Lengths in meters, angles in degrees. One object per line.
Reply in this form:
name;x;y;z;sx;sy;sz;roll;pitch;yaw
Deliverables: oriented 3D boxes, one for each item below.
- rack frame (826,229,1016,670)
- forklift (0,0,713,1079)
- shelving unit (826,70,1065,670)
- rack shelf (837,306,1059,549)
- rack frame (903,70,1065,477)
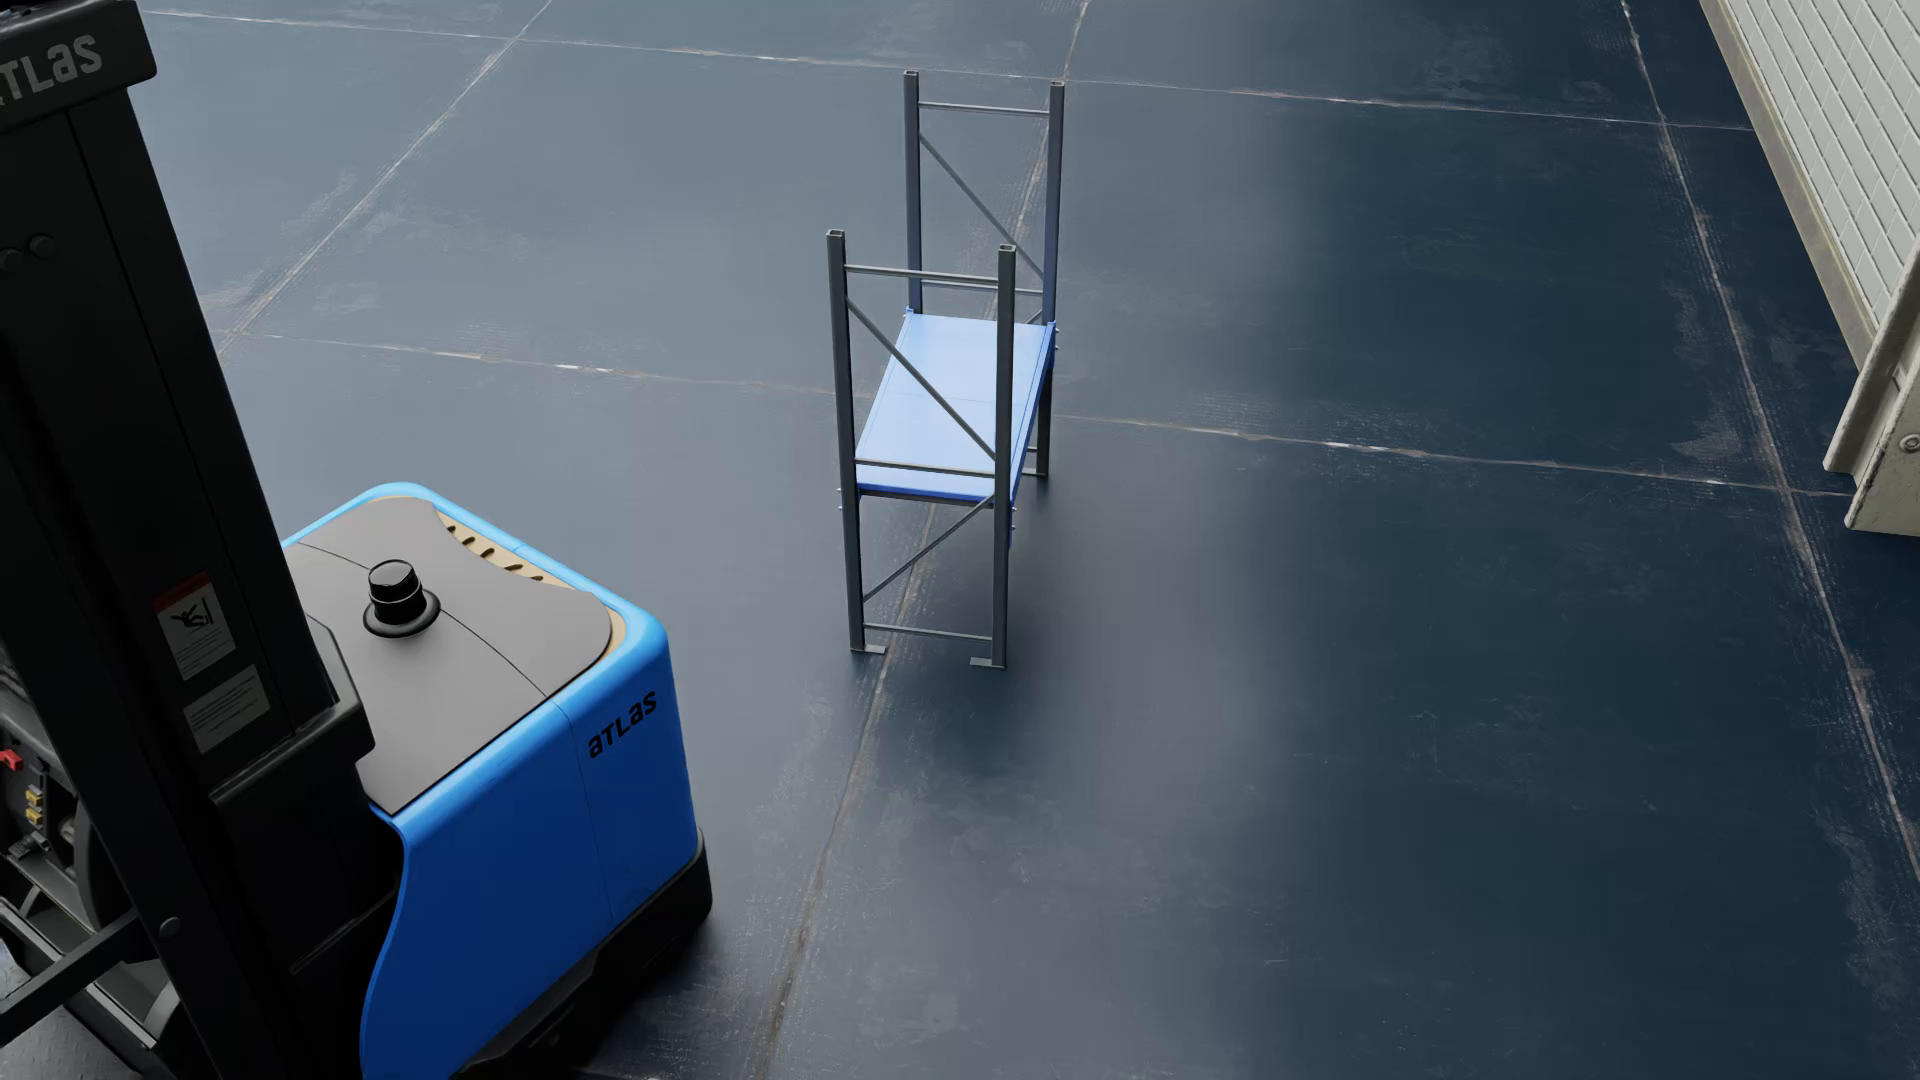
rack frame;-0.103;-0.205;4.821;0.500;1.500;0.032;6;40;8
forklift;-1.948;0.459;2.894;1.130;2.935;3.031;25;46;27
shelving unit;-0.015;-0.524;5.207;0.538;1.500;1.048;6;40;8
rack shelf;-0.015;-0.386;5.322;0.538;0.185;1.000;6;40;8
rack frame;0.073;-0.844;5.593;0.500;1.500;0.032;6;40;8
